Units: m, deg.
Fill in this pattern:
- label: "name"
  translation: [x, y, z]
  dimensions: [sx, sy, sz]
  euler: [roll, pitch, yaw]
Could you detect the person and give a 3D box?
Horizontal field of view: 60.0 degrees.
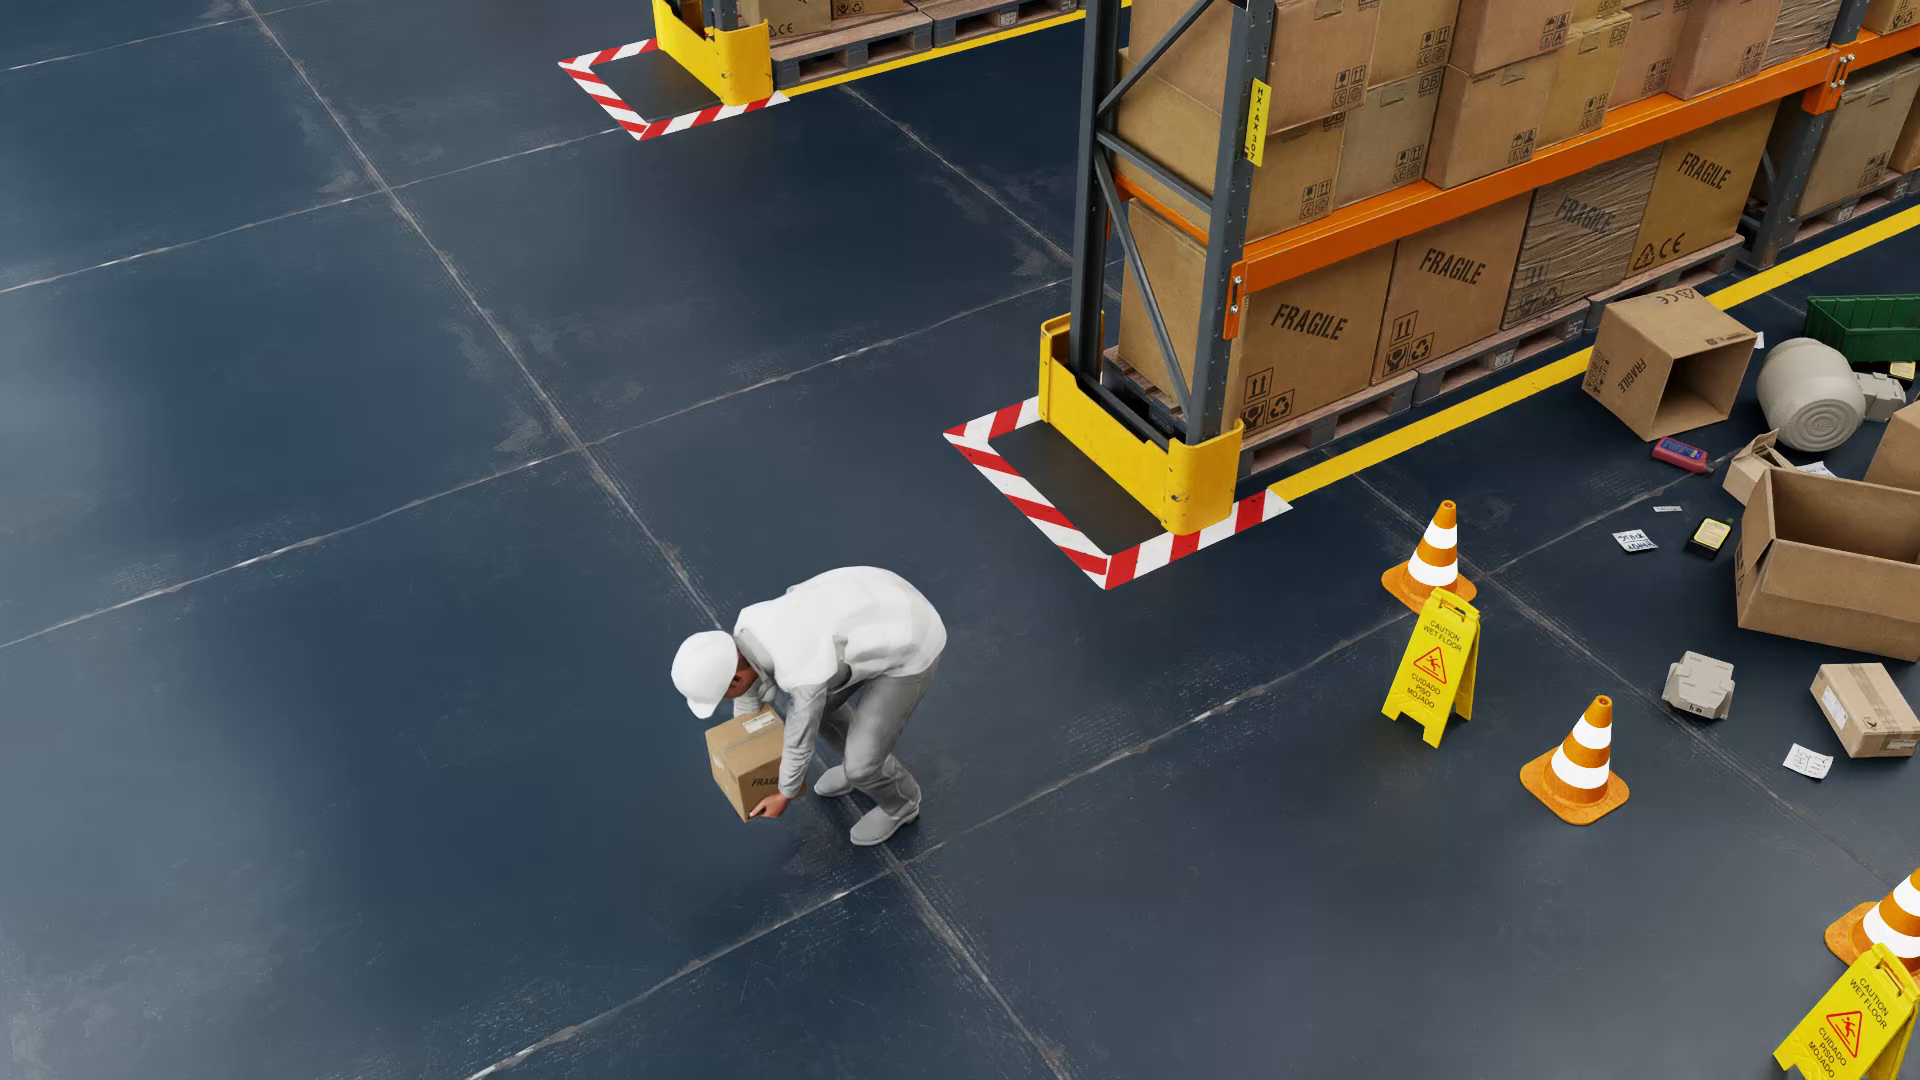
- label: "person"
  translation: [-0.520, 0.631, 5.857]
  dimensions: [0.973, 1.179, 0.488]
  euler: [-24, 46, -26]
